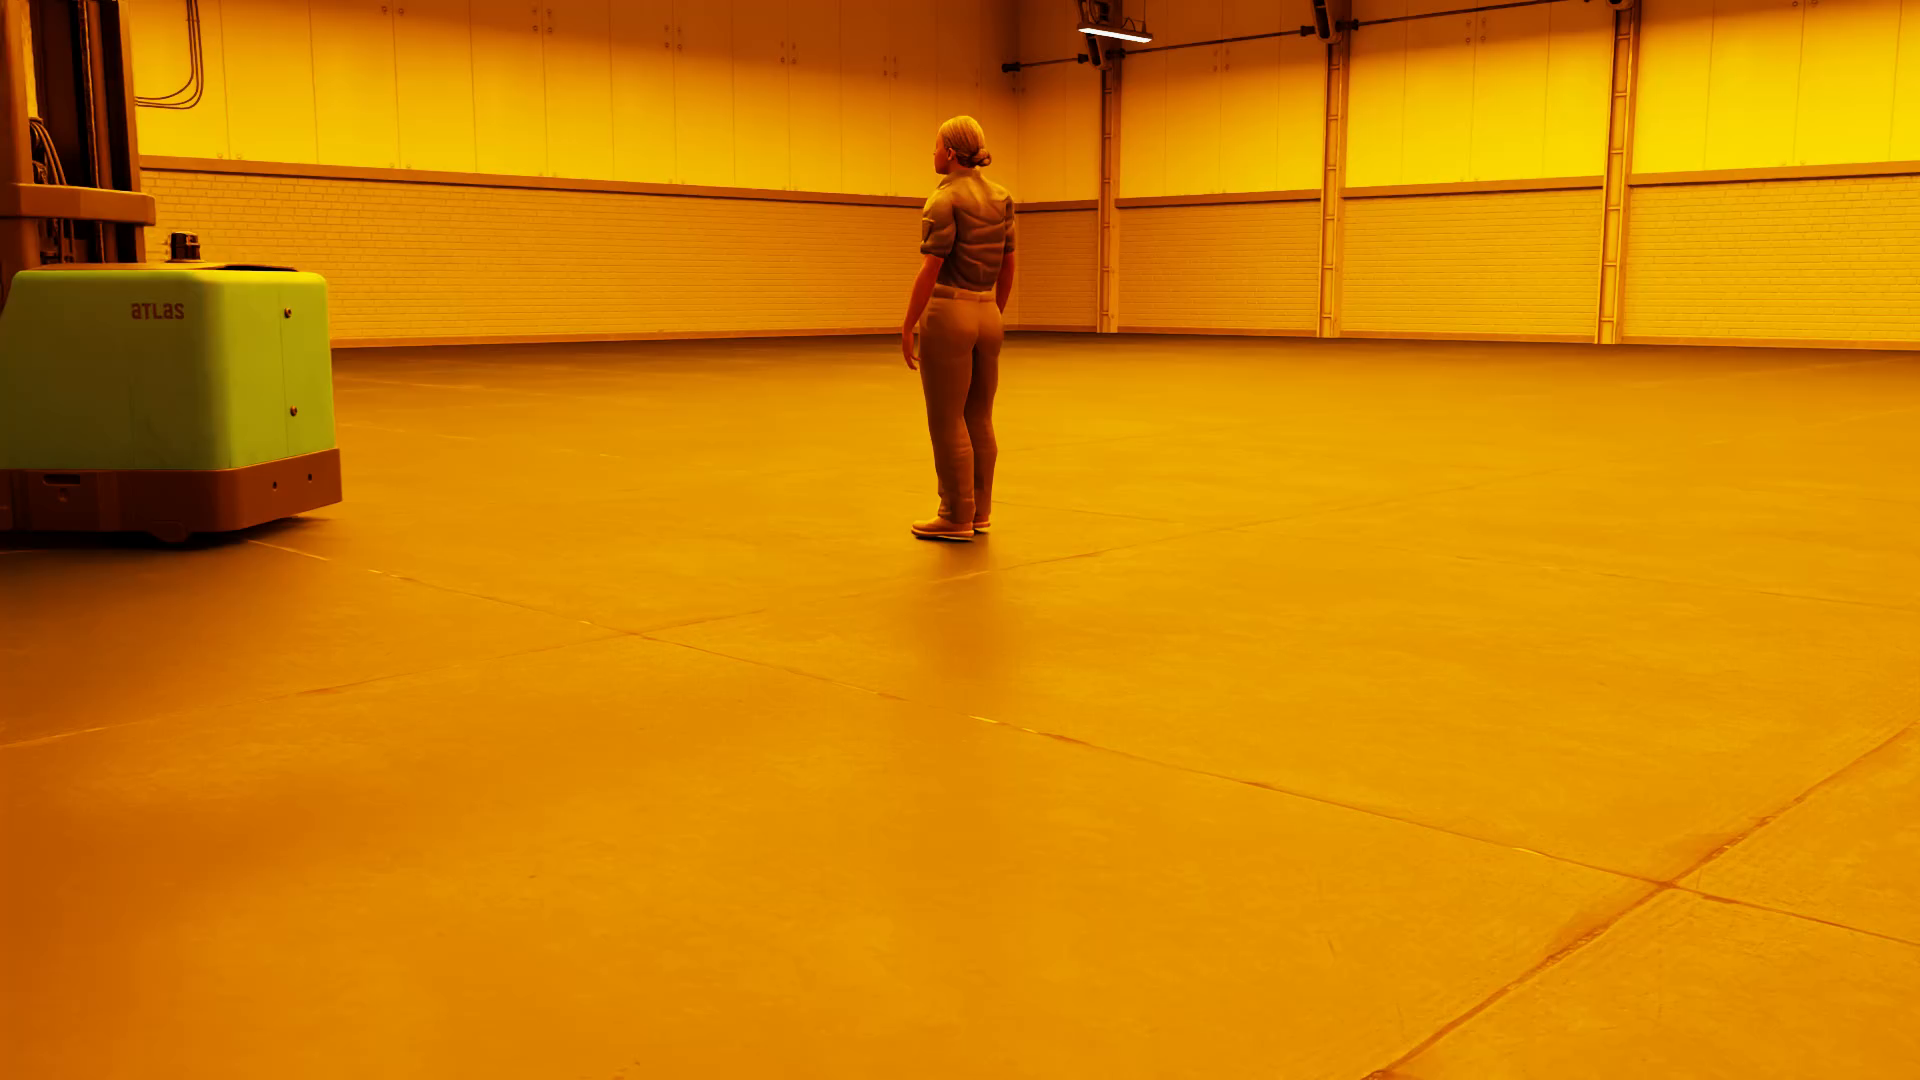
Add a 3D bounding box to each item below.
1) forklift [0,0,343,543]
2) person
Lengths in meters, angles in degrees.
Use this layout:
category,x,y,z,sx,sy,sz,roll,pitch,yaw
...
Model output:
category,x,y,z,sx,sy,sz,roll,pitch,yaw
forklift,-4.283,-1.503,6.855,3.031,2.935,1.130,1,9,5
person,-0.049,-0.837,6.668,0.503,1.656,0.569,8,12,43
